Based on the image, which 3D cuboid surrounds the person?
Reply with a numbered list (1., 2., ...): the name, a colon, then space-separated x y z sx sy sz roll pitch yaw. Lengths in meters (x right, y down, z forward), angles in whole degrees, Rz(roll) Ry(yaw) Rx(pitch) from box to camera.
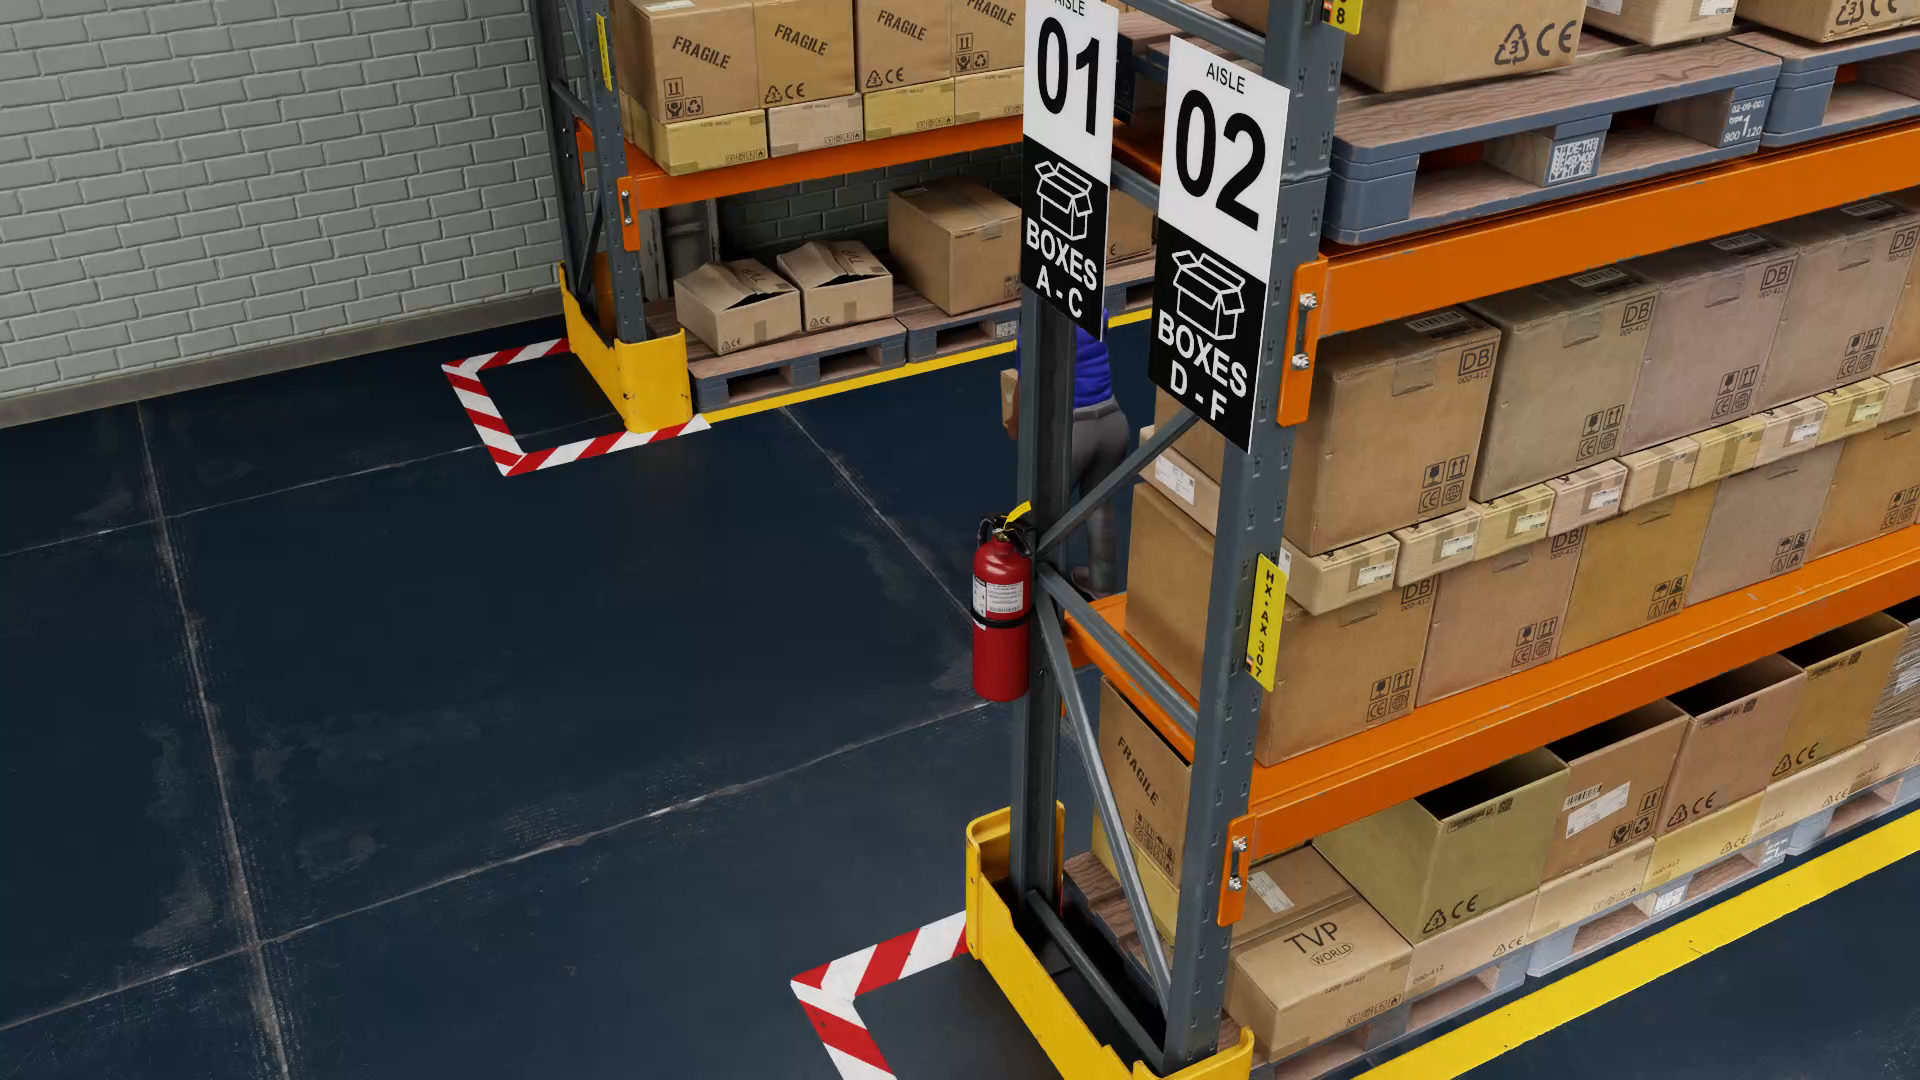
1. person: 0.435 -0.448 6.891 0.413 1.599 0.560 -17 37 -24
